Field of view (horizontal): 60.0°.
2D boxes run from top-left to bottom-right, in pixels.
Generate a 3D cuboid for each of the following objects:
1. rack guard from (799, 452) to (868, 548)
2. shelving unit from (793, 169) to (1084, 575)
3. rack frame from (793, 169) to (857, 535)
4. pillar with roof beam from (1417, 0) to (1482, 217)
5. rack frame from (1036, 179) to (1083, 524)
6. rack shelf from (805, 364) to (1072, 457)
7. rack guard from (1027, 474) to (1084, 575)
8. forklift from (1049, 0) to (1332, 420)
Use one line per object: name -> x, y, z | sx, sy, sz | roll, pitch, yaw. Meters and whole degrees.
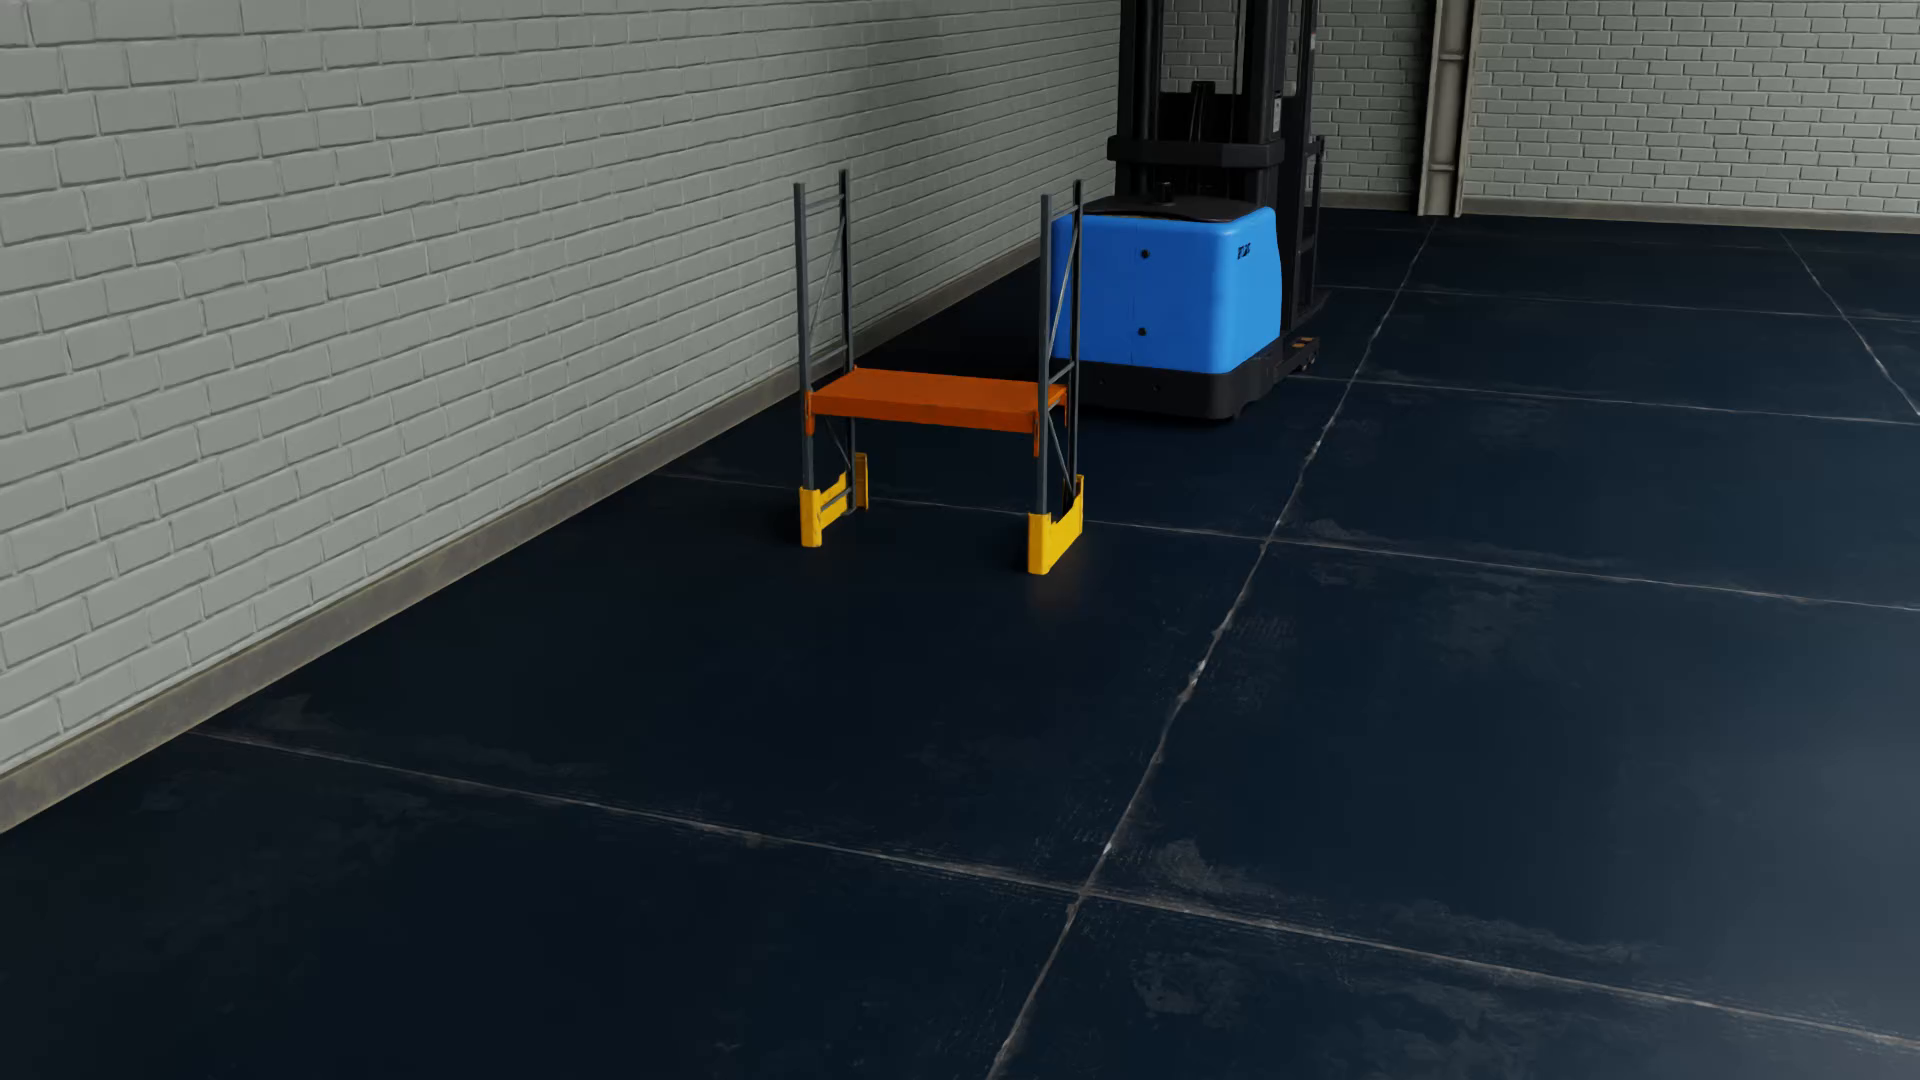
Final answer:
rack guard -> -0.542, -0.180, 7.213 | 0.087, 0.250, 0.587 | 7, 20, 18
shelving unit -> -0.072, -0.716, 6.853 | 1.083, 1.500, 0.587 | 7, 20, 18
rack frame -> -0.561, -0.772, 7.013 | 0.032, 1.500, 0.500 | 7, 20, 18
pillar with roof beam -> 3.244, -6.077, 10.837 | 0.400, 9.000, 9.100 | 7, 20, 18
rack frame -> 0.400, -0.663, 6.698 | 0.032, 1.500, 0.500 | 7, 20, 18
rack shelf -> -0.081, -0.548, 6.915 | 1.000, 0.185, 0.538 | 7, 20, 18
rack guard -> 0.398, -0.072, 6.904 | 0.087, 0.250, 0.587 | 7, 20, 18
forklift -> 1.550, -2.455, 9.668 | 1.130, 2.935, 3.031 | 9, 21, 24
